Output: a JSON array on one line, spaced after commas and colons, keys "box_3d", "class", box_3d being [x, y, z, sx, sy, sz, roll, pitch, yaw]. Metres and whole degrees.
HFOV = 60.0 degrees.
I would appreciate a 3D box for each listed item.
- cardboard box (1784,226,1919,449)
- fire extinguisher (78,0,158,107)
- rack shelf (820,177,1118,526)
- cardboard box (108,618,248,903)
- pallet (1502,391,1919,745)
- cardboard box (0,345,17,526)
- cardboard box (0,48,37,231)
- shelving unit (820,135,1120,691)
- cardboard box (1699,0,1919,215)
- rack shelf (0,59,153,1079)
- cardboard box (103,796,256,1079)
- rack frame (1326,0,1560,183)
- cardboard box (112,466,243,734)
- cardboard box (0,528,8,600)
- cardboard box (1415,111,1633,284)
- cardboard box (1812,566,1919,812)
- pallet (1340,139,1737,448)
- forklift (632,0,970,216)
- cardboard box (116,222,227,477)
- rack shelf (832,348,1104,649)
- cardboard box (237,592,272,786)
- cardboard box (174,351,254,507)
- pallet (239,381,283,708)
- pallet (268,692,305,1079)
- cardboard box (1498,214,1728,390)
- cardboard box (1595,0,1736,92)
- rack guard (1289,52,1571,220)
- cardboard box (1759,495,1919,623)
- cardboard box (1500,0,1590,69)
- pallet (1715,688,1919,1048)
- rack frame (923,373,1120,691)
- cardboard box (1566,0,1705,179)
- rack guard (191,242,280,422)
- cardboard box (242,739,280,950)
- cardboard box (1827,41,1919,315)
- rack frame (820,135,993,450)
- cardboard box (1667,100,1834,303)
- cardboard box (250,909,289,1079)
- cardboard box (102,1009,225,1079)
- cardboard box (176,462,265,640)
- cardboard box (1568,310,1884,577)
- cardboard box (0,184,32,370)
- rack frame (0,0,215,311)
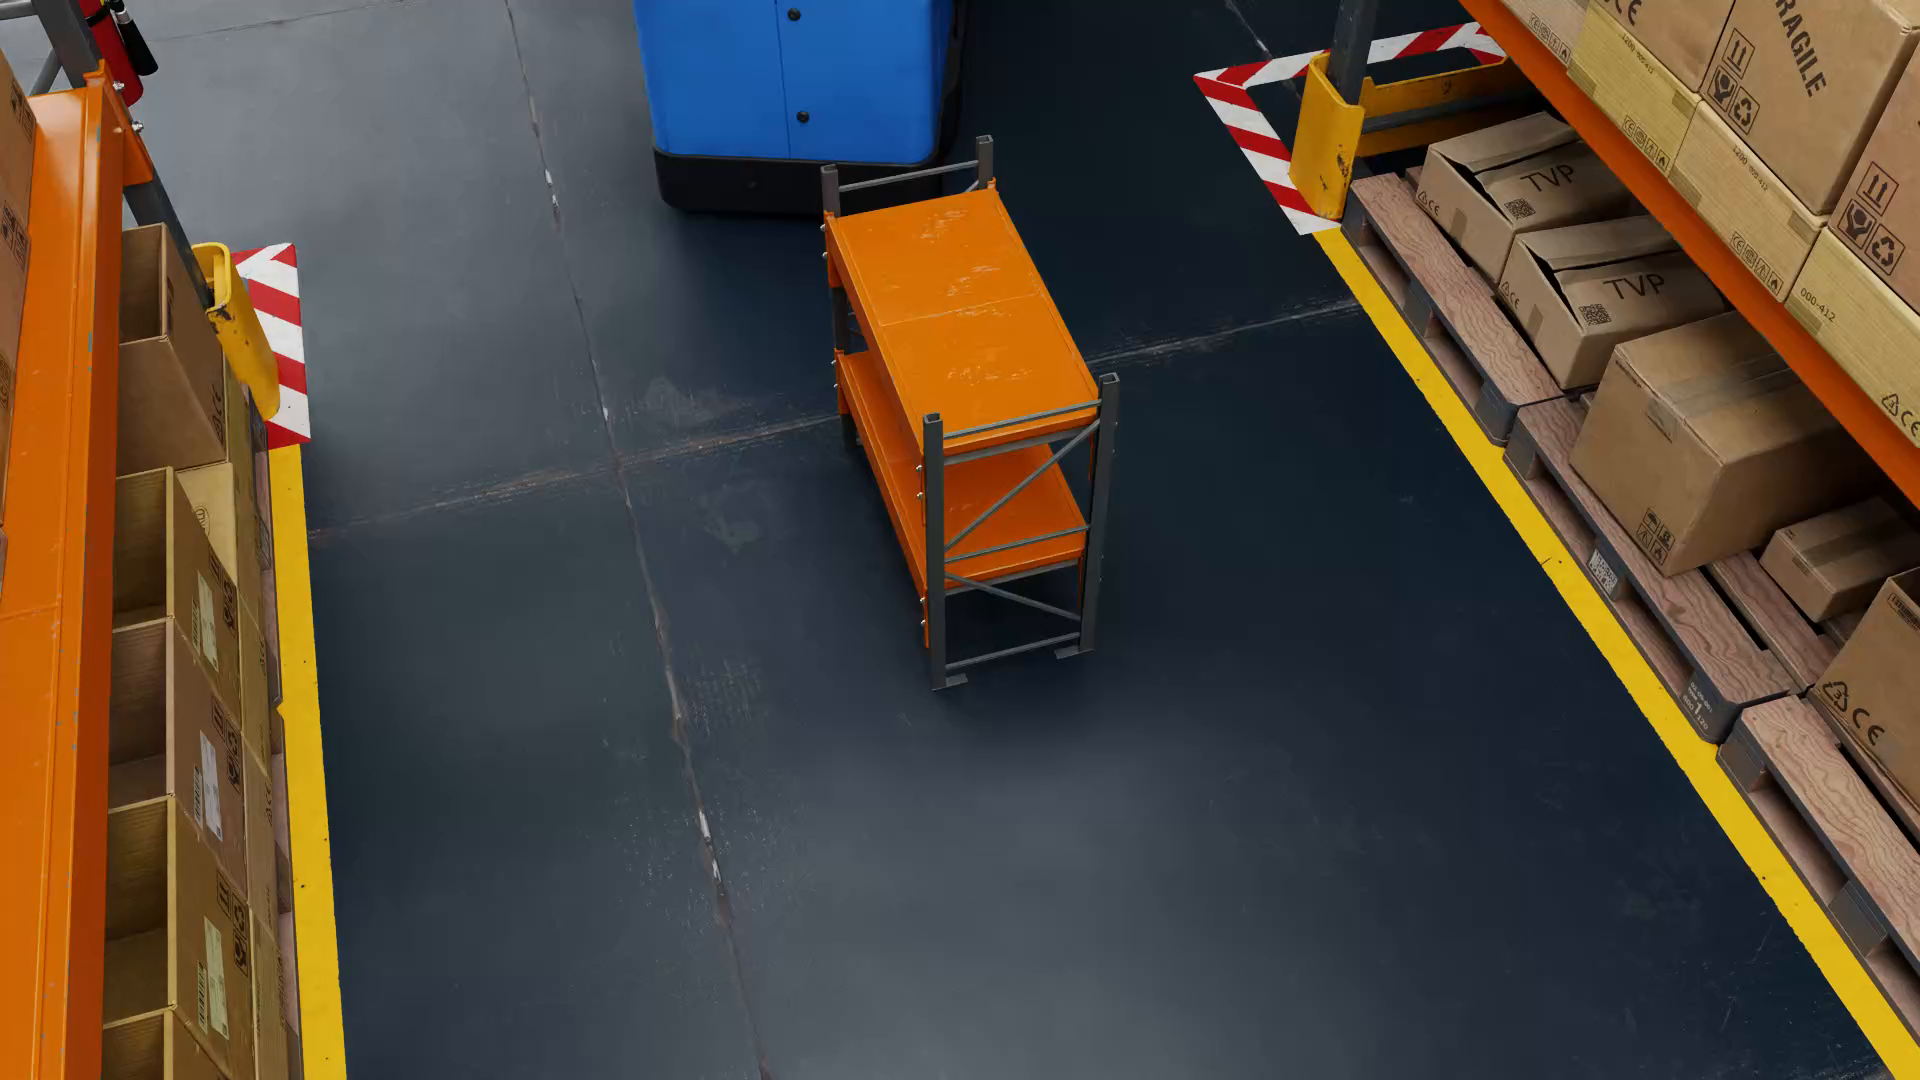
[{"box_3d": [2.294, -0.517, 3.809, 0.500, 0.250, 0.500, -14, 51, -11], "class": "cardboard box"}, {"box_3d": [-2.479, -1.517, 4.618, 0.296, 0.674, 0.183, -13, 51, -11], "class": "fire extinguisher"}, {"box_3d": [0.002, -0.546, 4.592, 0.538, 0.278, 1.000, -13, 51, -11], "class": "rack shelf"}, {"box_3d": [-1.988, 0.575, 3.837, 0.500, 0.500, 0.500, -13, 51, -11], "class": "cardboard box"}, {"box_3d": [2.429, -0.029, 5.136, 1.003, 0.211, 1.213, -13, 51, -11], "class": "pallet"}, {"box_3d": [-2.461, -0.293, 3.470, 0.700, 0.500, 0.500, -13, 51, -11], "class": "cardboard box"}, {"box_3d": [-2.762, -1.039, 4.099, 0.700, 0.500, 0.500, -13, 51, -11], "class": "cardboard box"}, {"box_3d": [0.002, -0.358, 4.816, 0.538, 1.125, 1.048, -13, 51, -11], "class": "shelving unit"}, {"box_3d": [2.145, -1.141, 3.844, 0.500, 0.500, 0.500, -12, 51, -10], "class": "cardboard box"}, {"box_3d": [-2.296, 0.342, 3.471, 1.077, 0.370, 4.000, -13, 51, -11], "class": "rack shelf"}, {"box_3d": [-1.839, 0.940, 3.529, 0.500, 0.500, 0.500, -13, 51, -11], "class": "cardboard box"}, {"box_3d": [1.843, -2.474, 5.374, 1.000, 3.000, 0.127, -13, 51, -11], "class": "rack frame"}, {"box_3d": [-2.135, 0.210, 4.145, 0.500, 0.500, 0.500, -13, 51, -11], "class": "cardboard box"}, {"box_3d": [-2.301, 0.091, 3.146, 0.700, 0.500, 0.500, -12, 51, -10], "class": "cardboard box"}, {"box_3d": [1.962, -1.223, 5.790, 0.500, 0.311, 0.500, -19, 52, -15], "class": "cardboard box"}, {"box_3d": [2.681, 0.363, 4.330, 0.500, 0.500, 0.500, -17, 52, -14], "class": "cardboard box"}, {"box_3d": [2.072, -0.918, 5.886, 1.003, 0.211, 1.213, -13, 51, -11], "class": "pallet"}, {"box_3d": [-0.508, -3.263, 6.084, 1.130, 2.935, 3.031, 3, 50, 3], "class": "forklift"}, {"box_3d": [-2.445, -0.517, 4.758, 0.500, 0.500, 0.500, -13, 51, -11], "class": "cardboard box"}, {"box_3d": [0.002, -0.200, 5.003, 0.538, 0.278, 1.000, -13, 51, -11], "class": "rack shelf"}, {"box_3d": [-2.138, 0.452, 4.431, 0.500, 0.250, 0.500, -13, 51, -11], "class": "cardboard box"}, {"box_3d": [-2.447, -0.275, 5.044, 0.500, 0.250, 0.500, -13, 51, -11], "class": "cardboard box"}, {"box_3d": [-2.621, 0.097, 5.030, 1.003, 0.211, 1.213, -13, 51, -11], "class": "pallet"}, {"box_3d": [-2.264, 0.986, 4.280, 1.003, 0.211, 1.213, -13, 51, -11], "class": "pallet"}, {"box_3d": [2.131, -0.807, 5.439, 0.500, 0.311, 0.500, -10, 51, -8], "class": "cardboard box"}, {"box_3d": [1.981, -1.515, 4.160, 0.500, 0.500, 0.500, -15, 51, -12], "class": "cardboard box"}, {"box_3d": [1.866, -1.613, 6.283, 1.175, 0.500, 0.348, -13, 51, -11], "class": "rack guard"}, {"box_3d": [2.572, 0.052, 4.821, 0.380, 0.149, 0.250, -17, 52, -14], "class": "cardboard box"}, {"box_3d": [1.852, -1.628, 4.745, 0.500, 0.250, 0.500, -15, 51, -12], "class": "cardboard box"}, {"box_3d": [2.794, 0.864, 4.384, 1.003, 0.211, 1.213, -13, 51, -11], "class": "pallet"}, {"box_3d": [0.152, 0.014, 4.503, 0.500, 1.125, 0.032, -13, 51, -11], "class": "rack frame"}, {"box_3d": [1.997, -1.254, 4.431, 0.500, 0.250, 0.500, -14, 51, -12], "class": "cardboard box"}, {"box_3d": [-2.895, -0.563, 5.398, 1.175, 0.500, 0.348, -13, 51, -11], "class": "rack guard"}, {"box_3d": [-1.992, 0.818, 4.123, 0.500, 0.250, 0.500, -13, 51, -11], "class": "cardboard box"}, {"box_3d": [2.299, -0.761, 3.524, 0.500, 0.500, 0.500, -15, 51, -12], "class": "cardboard box"}, {"box_3d": [-0.148, -0.729, 5.129, 0.500, 1.125, 0.032, -13, 51, -11], "class": "rack frame"}, {"box_3d": [2.144, -0.885, 4.119, 0.500, 0.250, 0.500, -13, 51, -11], "class": "cardboard box"}, {"box_3d": [-1.838, 1.181, 3.816, 0.500, 0.250, 0.500, -13, 51, -11], "class": "cardboard box"}, {"box_3d": [-1.698, 1.307, 3.220, 0.500, 0.500, 0.500, -13, 51, -11], "class": "cardboard box"}, {"box_3d": [-2.287, 0.087, 4.738, 0.500, 0.250, 0.500, -13, 51, -11], "class": "cardboard box"}, {"box_3d": [2.300, -0.321, 4.906, 0.700, 0.500, 0.500, -16, 52, -13], "class": "cardboard box"}, {"box_3d": [-2.602, -0.657, 3.777, 0.700, 0.500, 0.500, -12, 51, -10], "class": "cardboard box"}, {"box_3d": [-2.888, -1.351, 4.427, 1.000, 3.000, 0.127, -13, 51, -11], "class": "rack frame"}]
